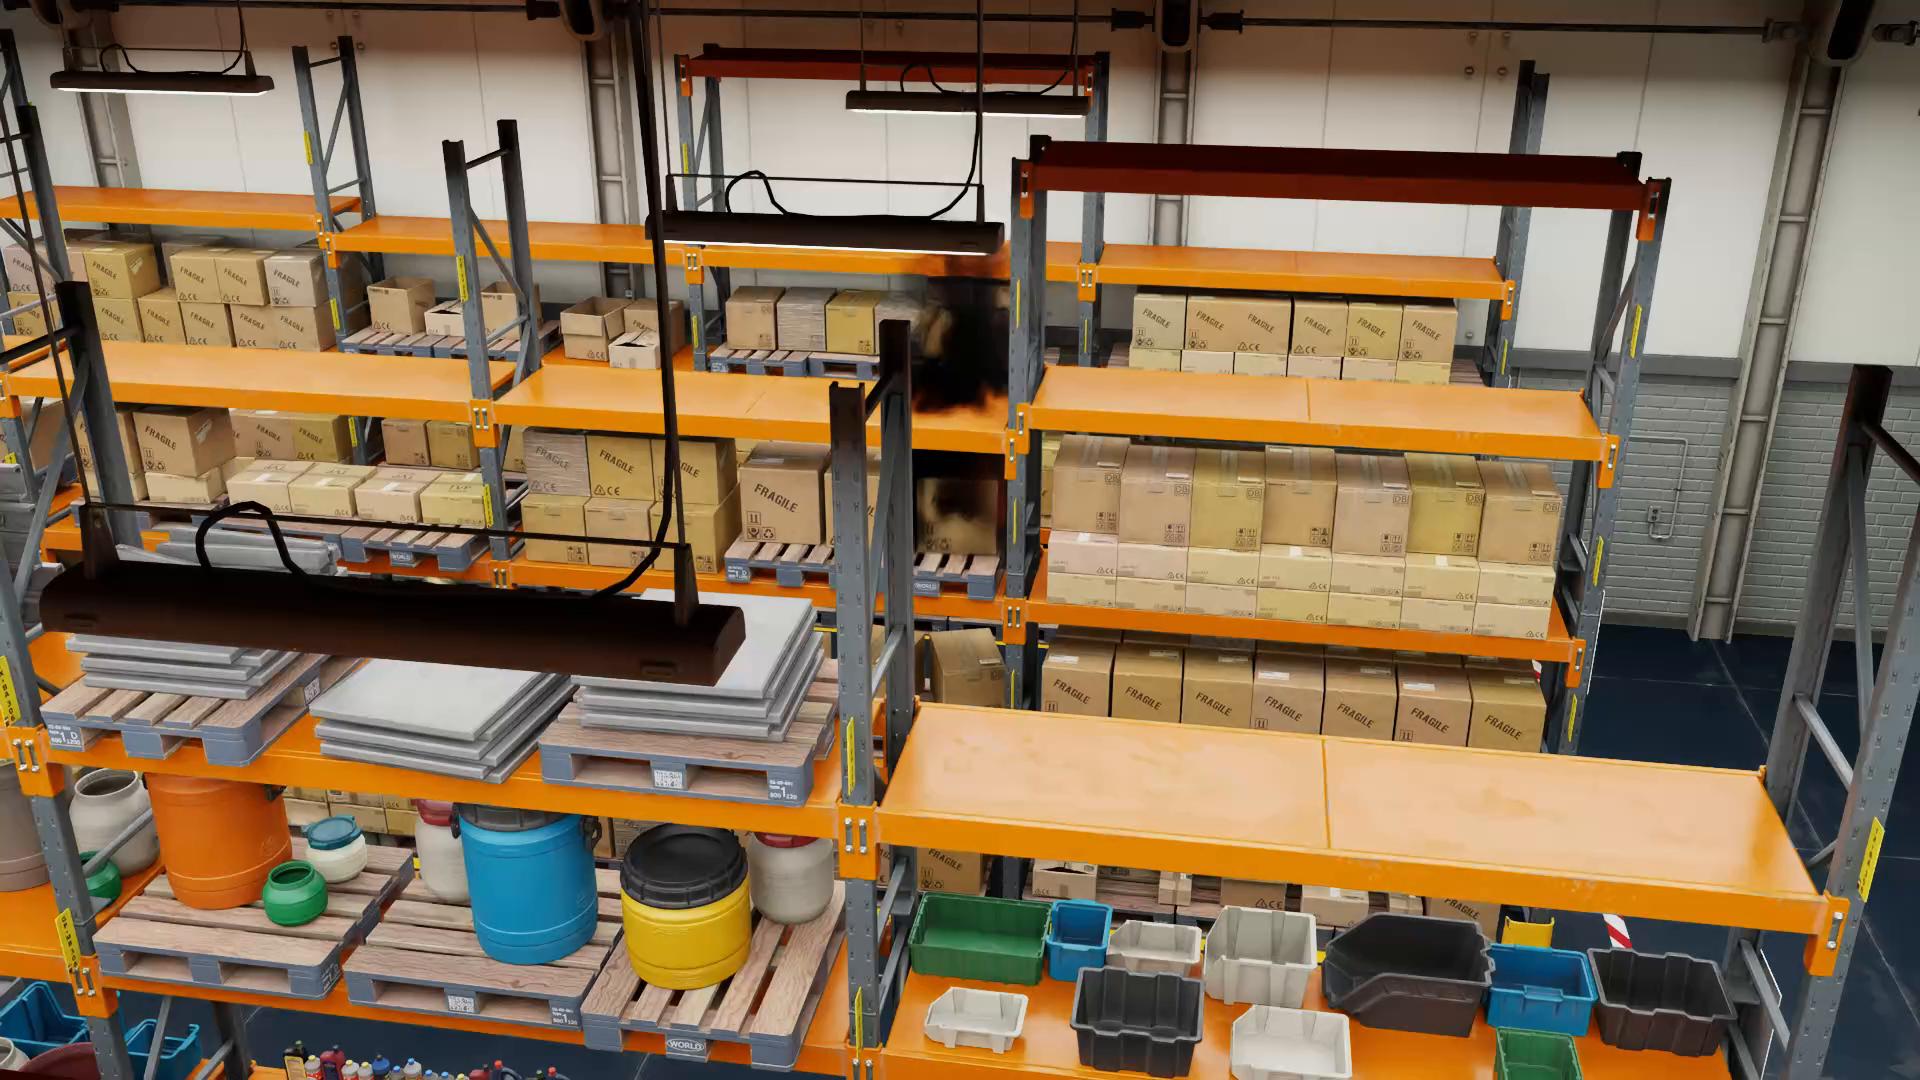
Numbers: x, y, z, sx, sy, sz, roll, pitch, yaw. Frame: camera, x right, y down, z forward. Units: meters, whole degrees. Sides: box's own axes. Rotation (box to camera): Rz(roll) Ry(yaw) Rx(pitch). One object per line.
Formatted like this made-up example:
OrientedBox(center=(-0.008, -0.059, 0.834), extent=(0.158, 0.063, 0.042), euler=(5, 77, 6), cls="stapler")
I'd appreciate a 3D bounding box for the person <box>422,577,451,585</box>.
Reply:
OrientedBox(center=(-5.081, 0.847, 16.271), extent=(0.687, 1.719, 0.592), euler=(3, 23, 6), cls="person")
